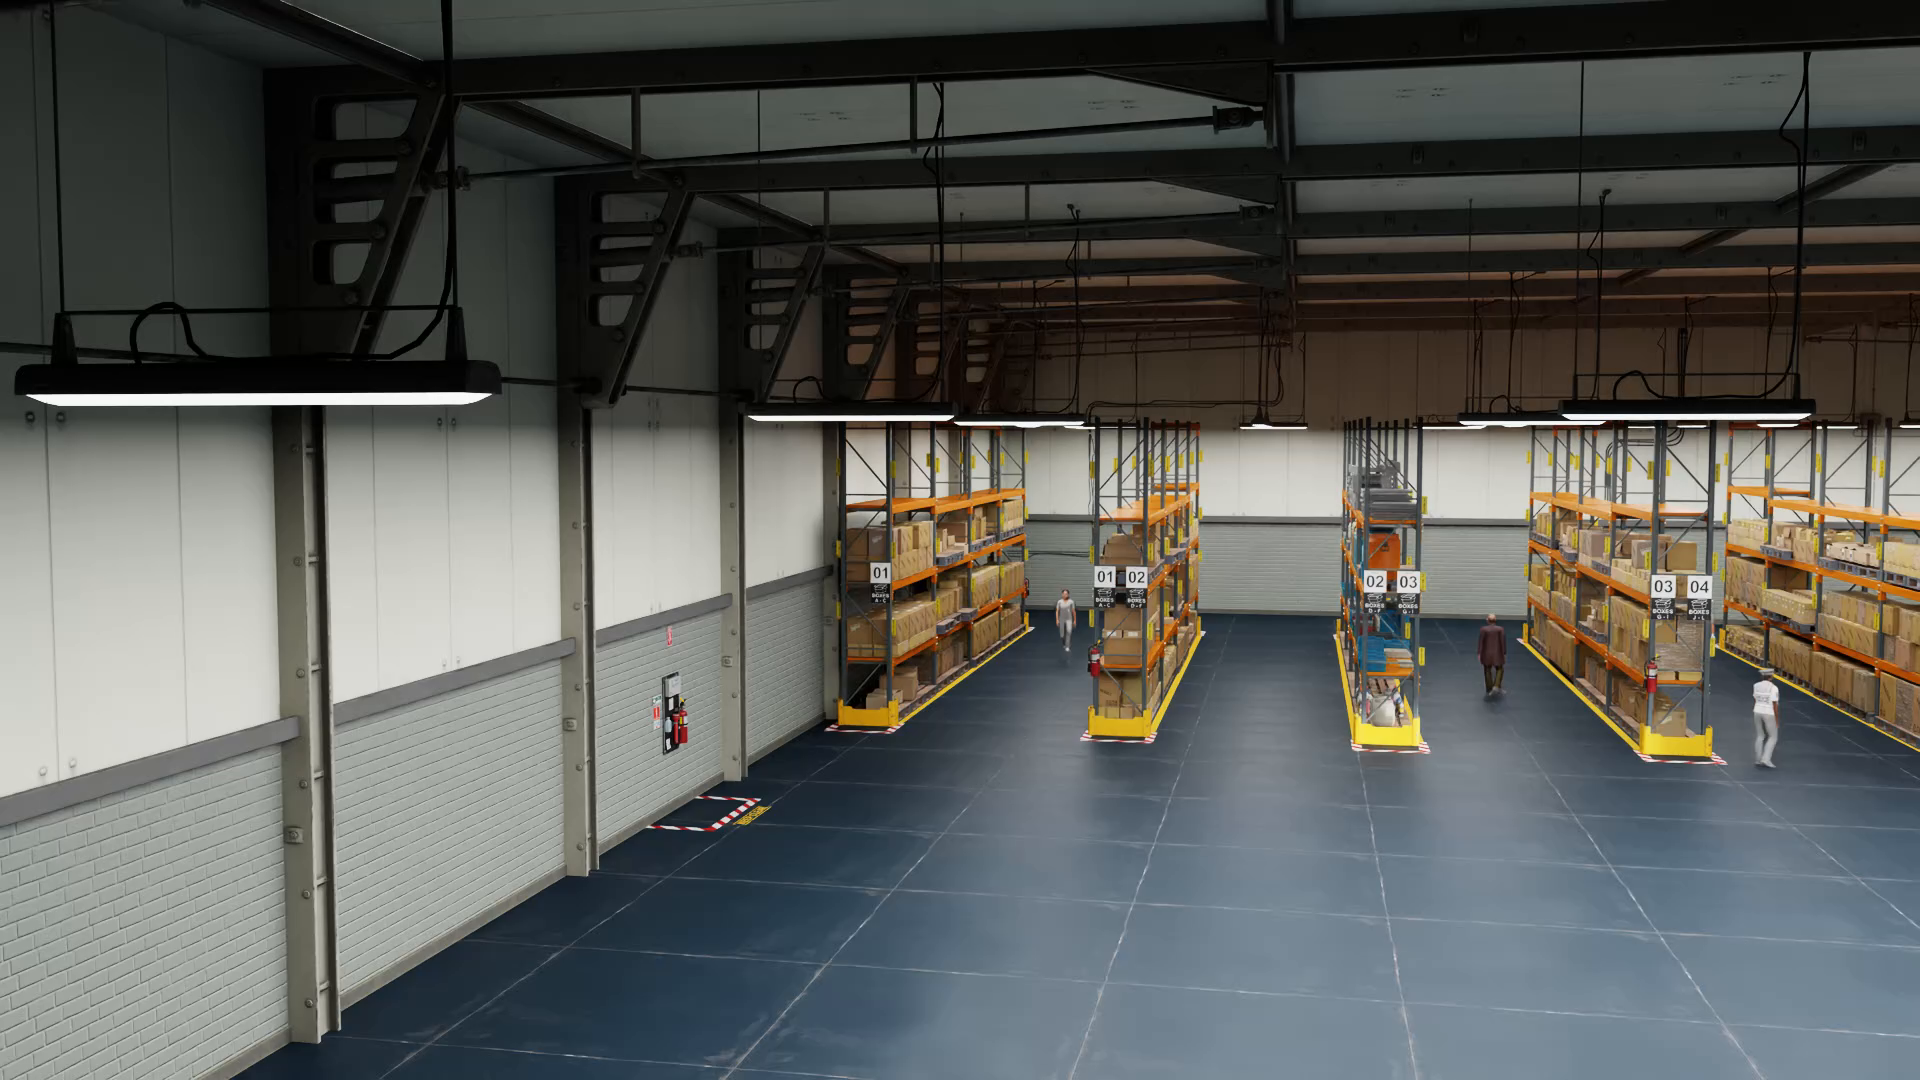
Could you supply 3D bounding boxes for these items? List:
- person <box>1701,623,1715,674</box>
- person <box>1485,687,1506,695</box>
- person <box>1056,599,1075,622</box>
[{"bbox_3d":[17.476,2.329,39.205,0.597,1.795,0.535,1,4,21],"label":"person"},{"bbox_3d":[11.665,3.254,36.187,0.419,0.255,0.608,1,4,15],"label":"person"},{"bbox_3d":[2.639,1.756,41.583,0.463,0.566,0.310,1,4,15],"label":"person"}]
